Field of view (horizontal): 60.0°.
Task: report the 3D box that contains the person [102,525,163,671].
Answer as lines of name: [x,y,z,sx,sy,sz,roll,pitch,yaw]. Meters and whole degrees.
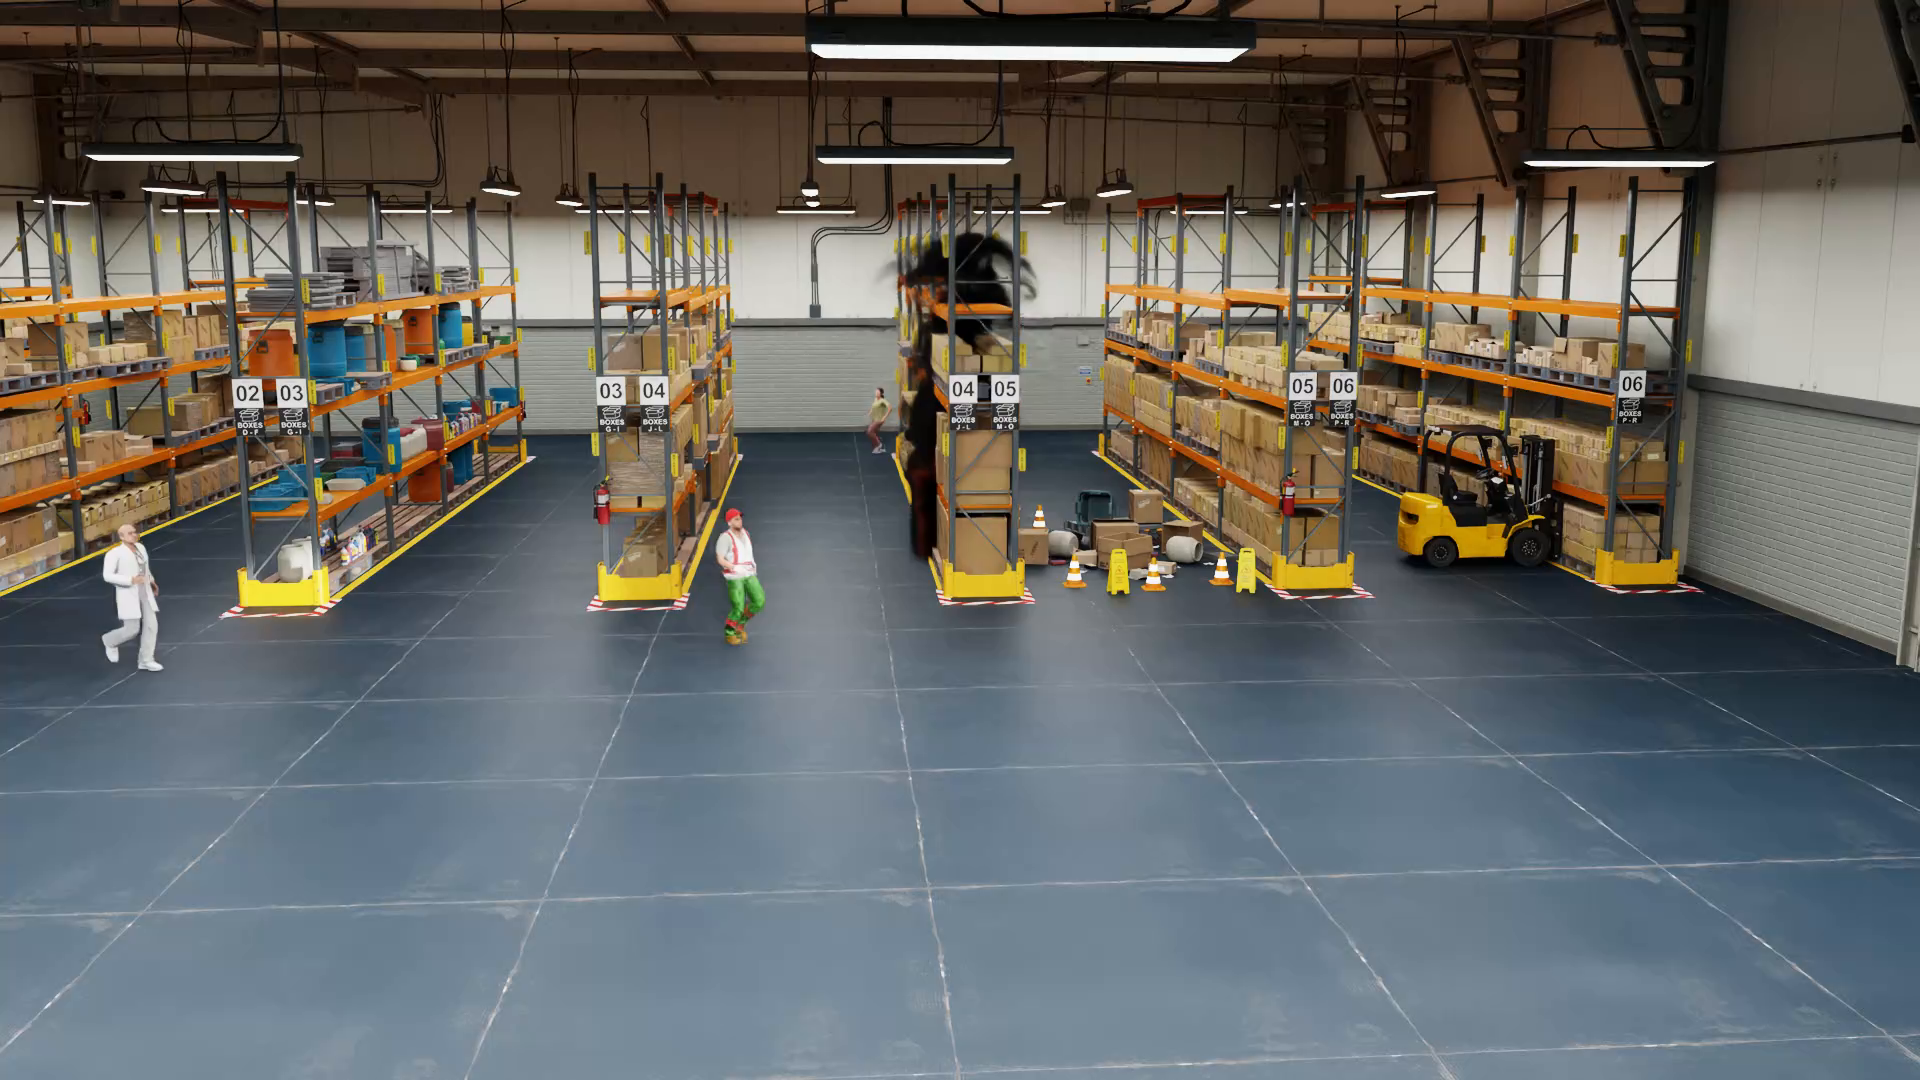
person: [-9.878,0.676,19.807,0.834,1.746,0.718,4,11,21]

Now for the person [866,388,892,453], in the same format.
person: [-1.976,-2.899,40.401,0.540,1.616,0.637,-6,12,-30]

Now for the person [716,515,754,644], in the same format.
person: [-2.819,0.476,21.083,0.449,1.692,0.673,8,13,37]
